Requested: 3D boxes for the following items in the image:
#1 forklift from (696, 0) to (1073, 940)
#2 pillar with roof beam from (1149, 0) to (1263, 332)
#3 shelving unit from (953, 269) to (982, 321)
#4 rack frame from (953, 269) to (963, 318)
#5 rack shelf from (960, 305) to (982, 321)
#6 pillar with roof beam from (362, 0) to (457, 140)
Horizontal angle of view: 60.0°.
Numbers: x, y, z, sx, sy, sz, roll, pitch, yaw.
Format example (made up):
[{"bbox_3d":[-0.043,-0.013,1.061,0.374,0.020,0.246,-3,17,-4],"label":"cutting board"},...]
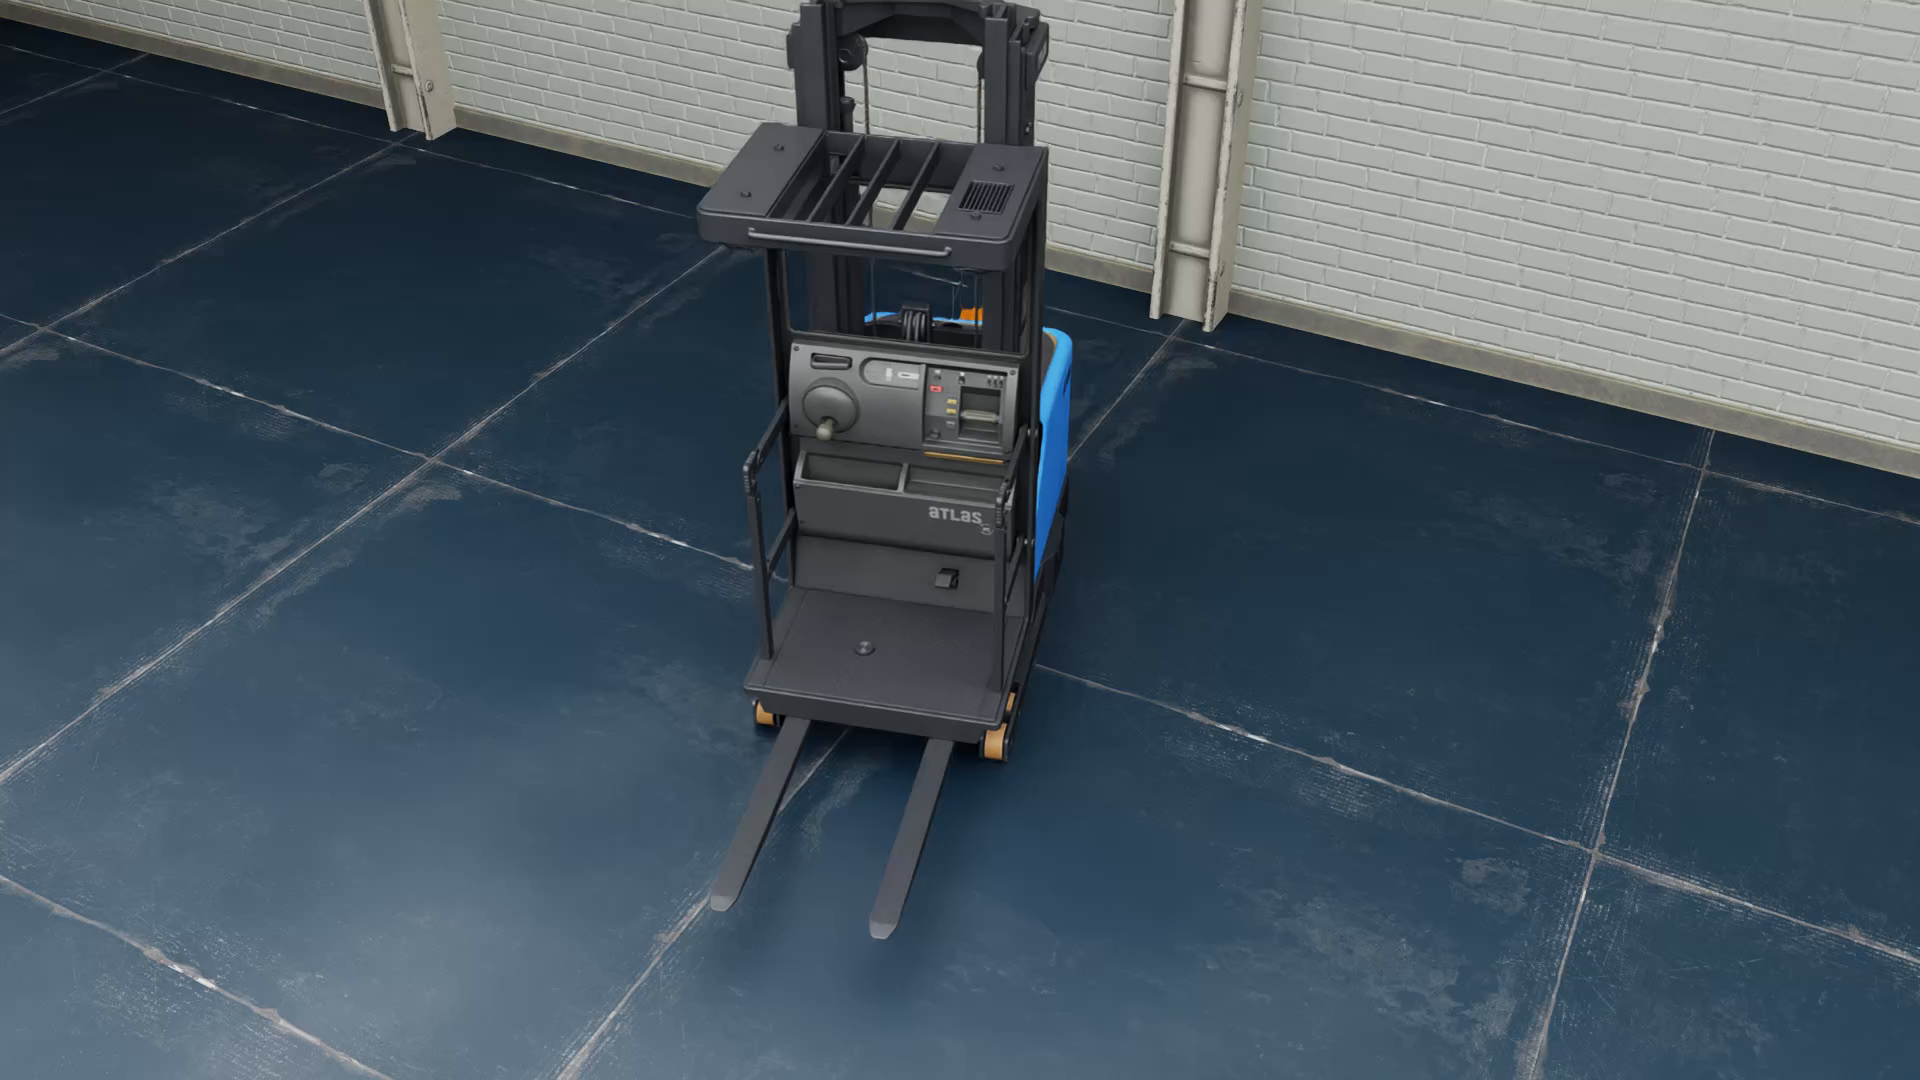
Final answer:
[{"bbox_3d":[-0.272,-0.488,6.469,1.130,2.935,3.031,7,38,10],"label":"forklift"},{"bbox_3d":[-0.594,-2.643,4.290,0.400,9.000,9.100,17,41,21],"label":"pillar with roof beam"},{"bbox_3d":[0.081,-0.779,8.284,0.189,1.200,0.258,7,38,9],"label":"shelving unit"},{"bbox_3d":[-0.009,-0.789,8.297,0.006,1.200,0.240,7,38,9],"label":"rack frame"},{"bbox_3d":[0.081,-1.030,8.093,0.180,0.103,0.258,7,38,9],"label":"rack shelf"},{"bbox_3d":[-5.922,-4.312,6.487,0.400,9.000,9.100,17,41,21],"label":"pillar with roof beam"}]
